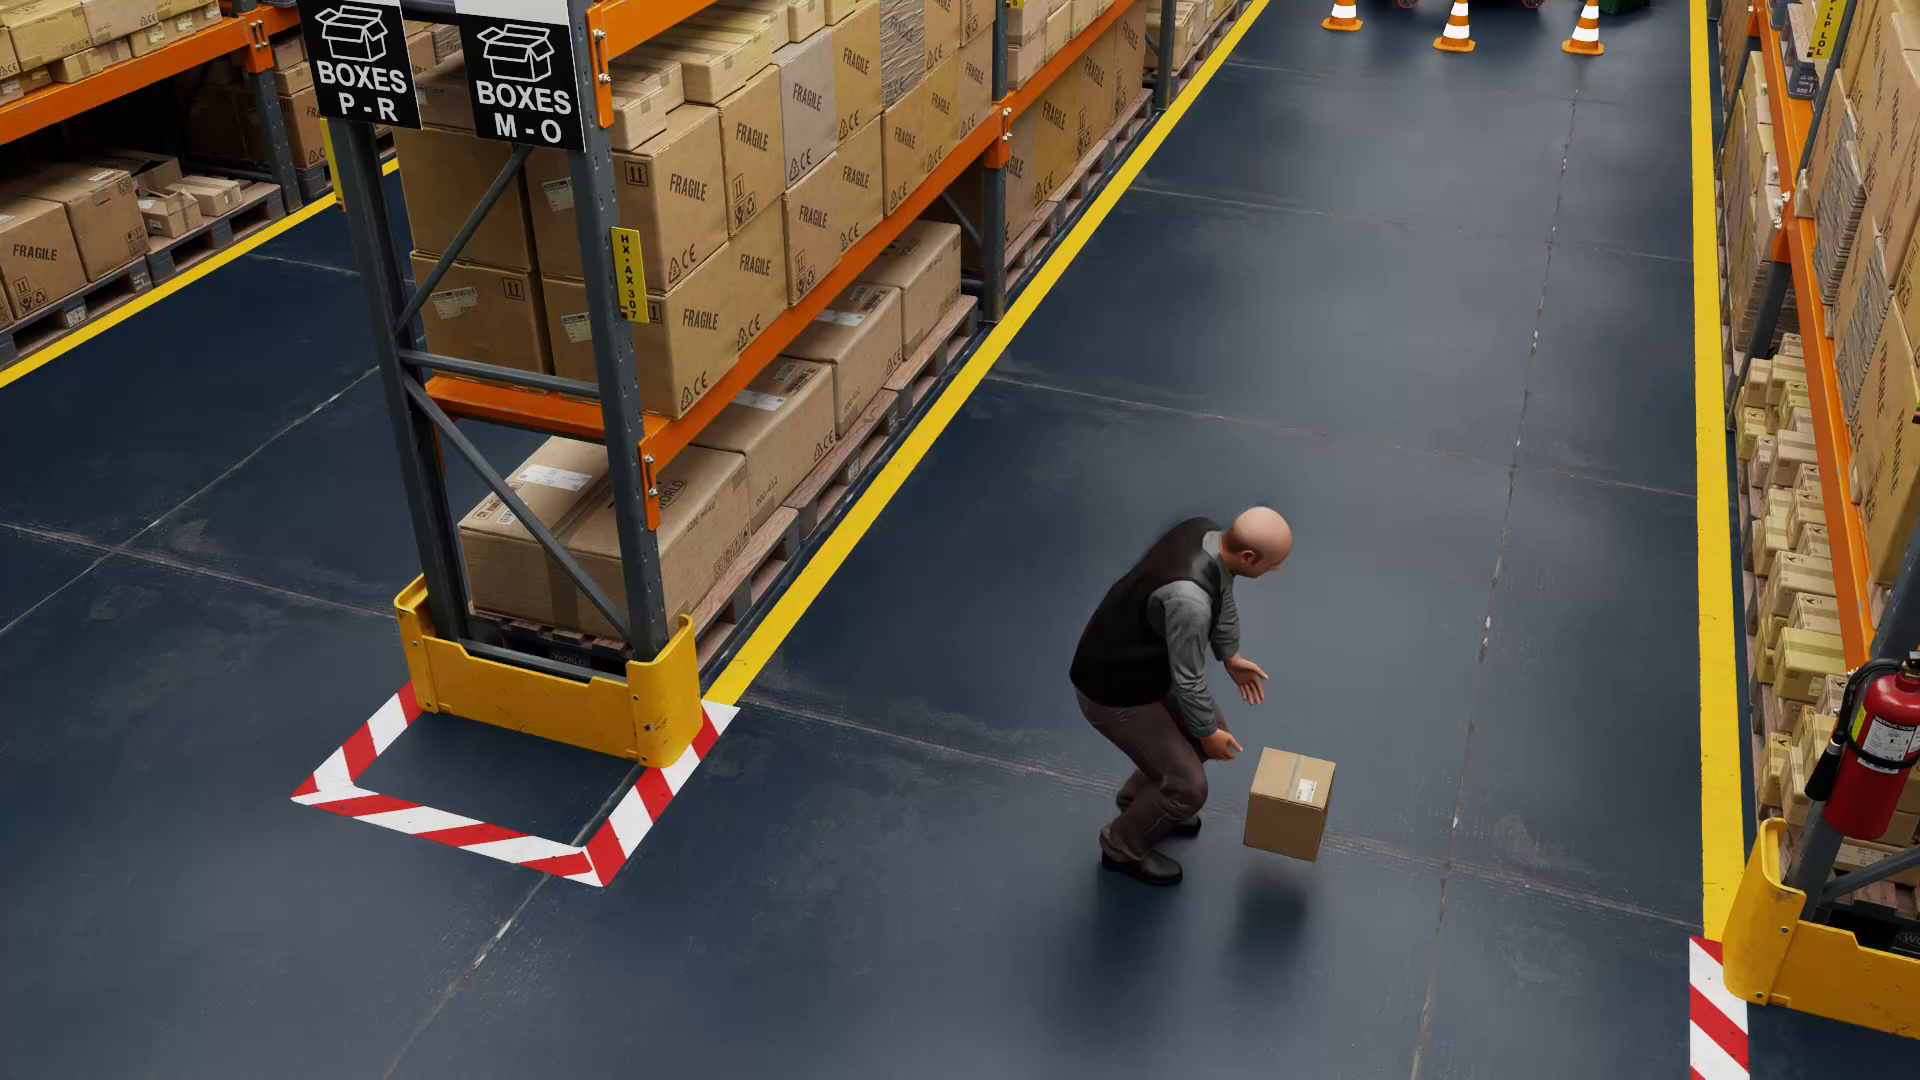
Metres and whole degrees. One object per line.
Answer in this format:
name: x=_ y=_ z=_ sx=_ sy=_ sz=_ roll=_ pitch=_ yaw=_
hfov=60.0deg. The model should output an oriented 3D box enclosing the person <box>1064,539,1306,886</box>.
person: x=0.746 y=0.531 z=5.694 sx=0.740 sy=1.348 sz=0.591 roll=11 pitch=35 yaw=17
